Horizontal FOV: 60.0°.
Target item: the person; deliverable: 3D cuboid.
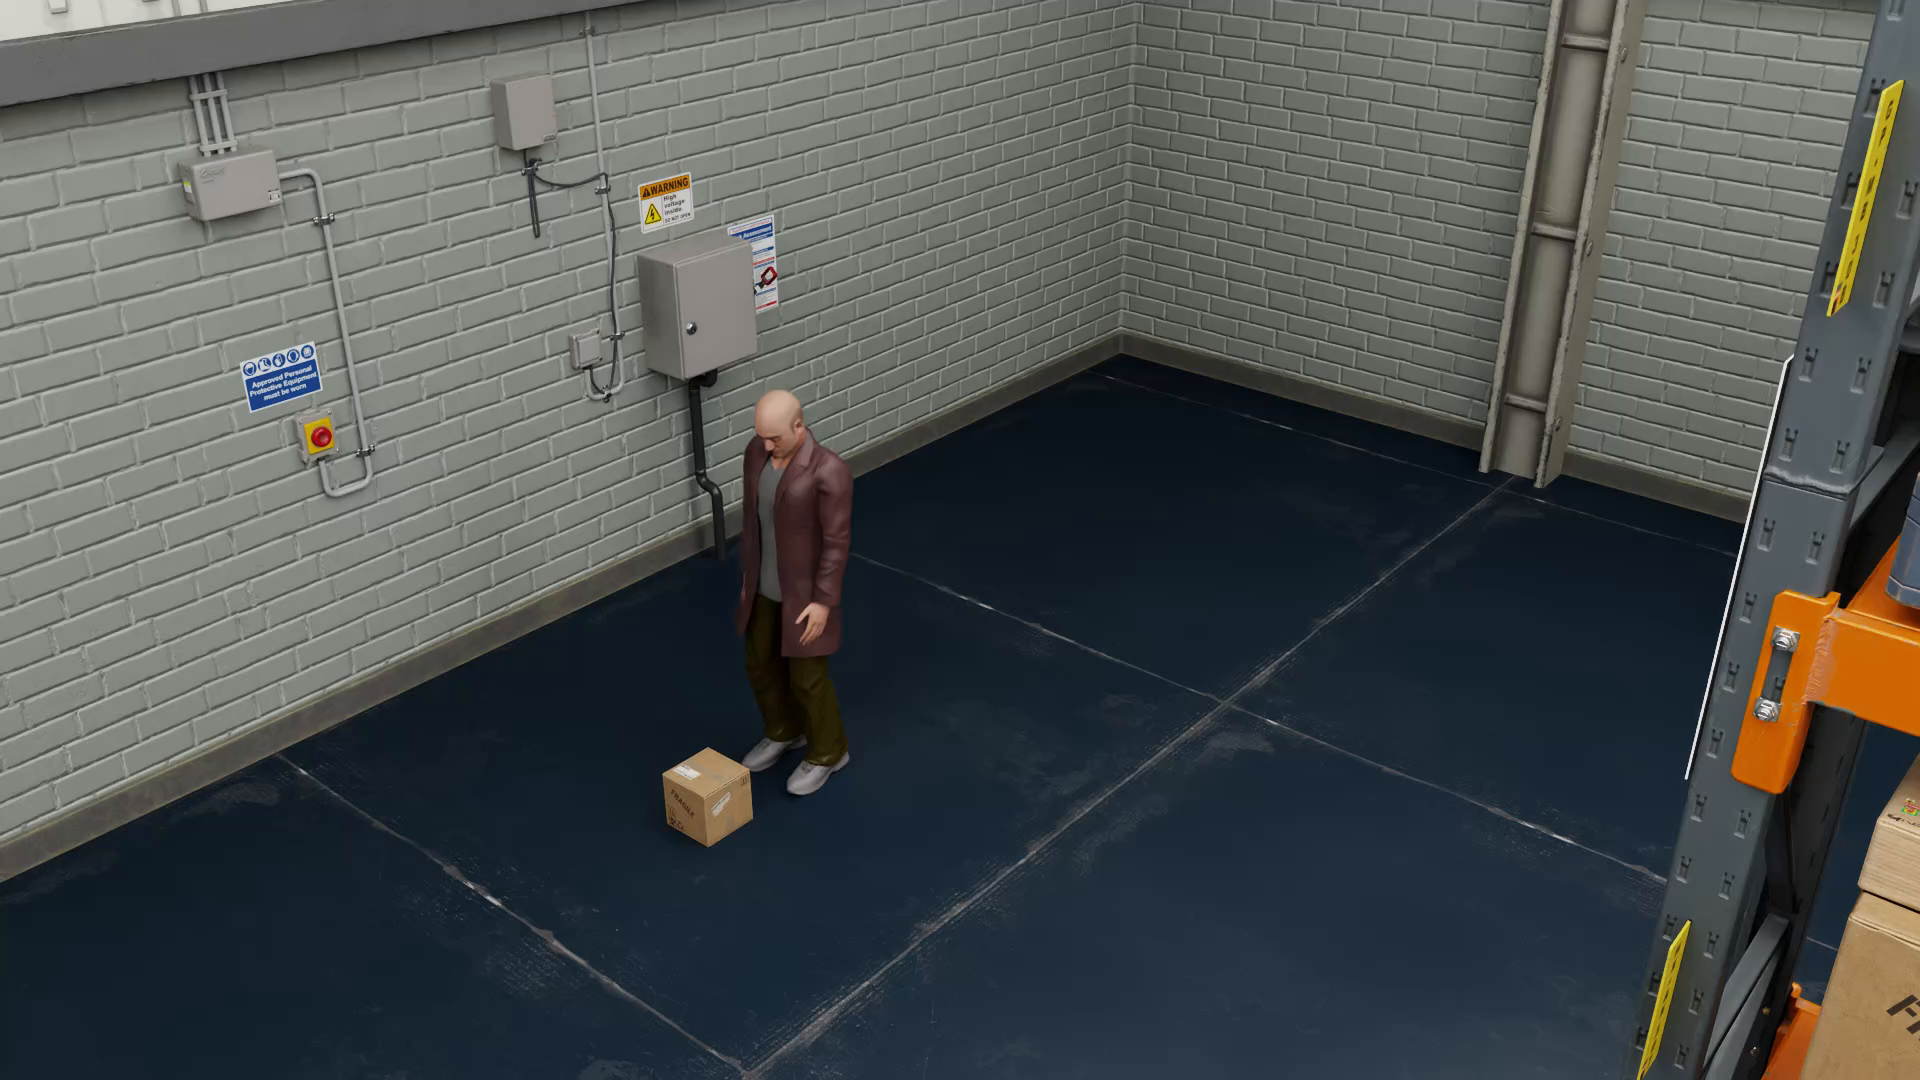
[{"bbox_3d":[-0.681,0.206,6.763,0.572,1.757,0.380,21,34,36],"label":"person"}]
